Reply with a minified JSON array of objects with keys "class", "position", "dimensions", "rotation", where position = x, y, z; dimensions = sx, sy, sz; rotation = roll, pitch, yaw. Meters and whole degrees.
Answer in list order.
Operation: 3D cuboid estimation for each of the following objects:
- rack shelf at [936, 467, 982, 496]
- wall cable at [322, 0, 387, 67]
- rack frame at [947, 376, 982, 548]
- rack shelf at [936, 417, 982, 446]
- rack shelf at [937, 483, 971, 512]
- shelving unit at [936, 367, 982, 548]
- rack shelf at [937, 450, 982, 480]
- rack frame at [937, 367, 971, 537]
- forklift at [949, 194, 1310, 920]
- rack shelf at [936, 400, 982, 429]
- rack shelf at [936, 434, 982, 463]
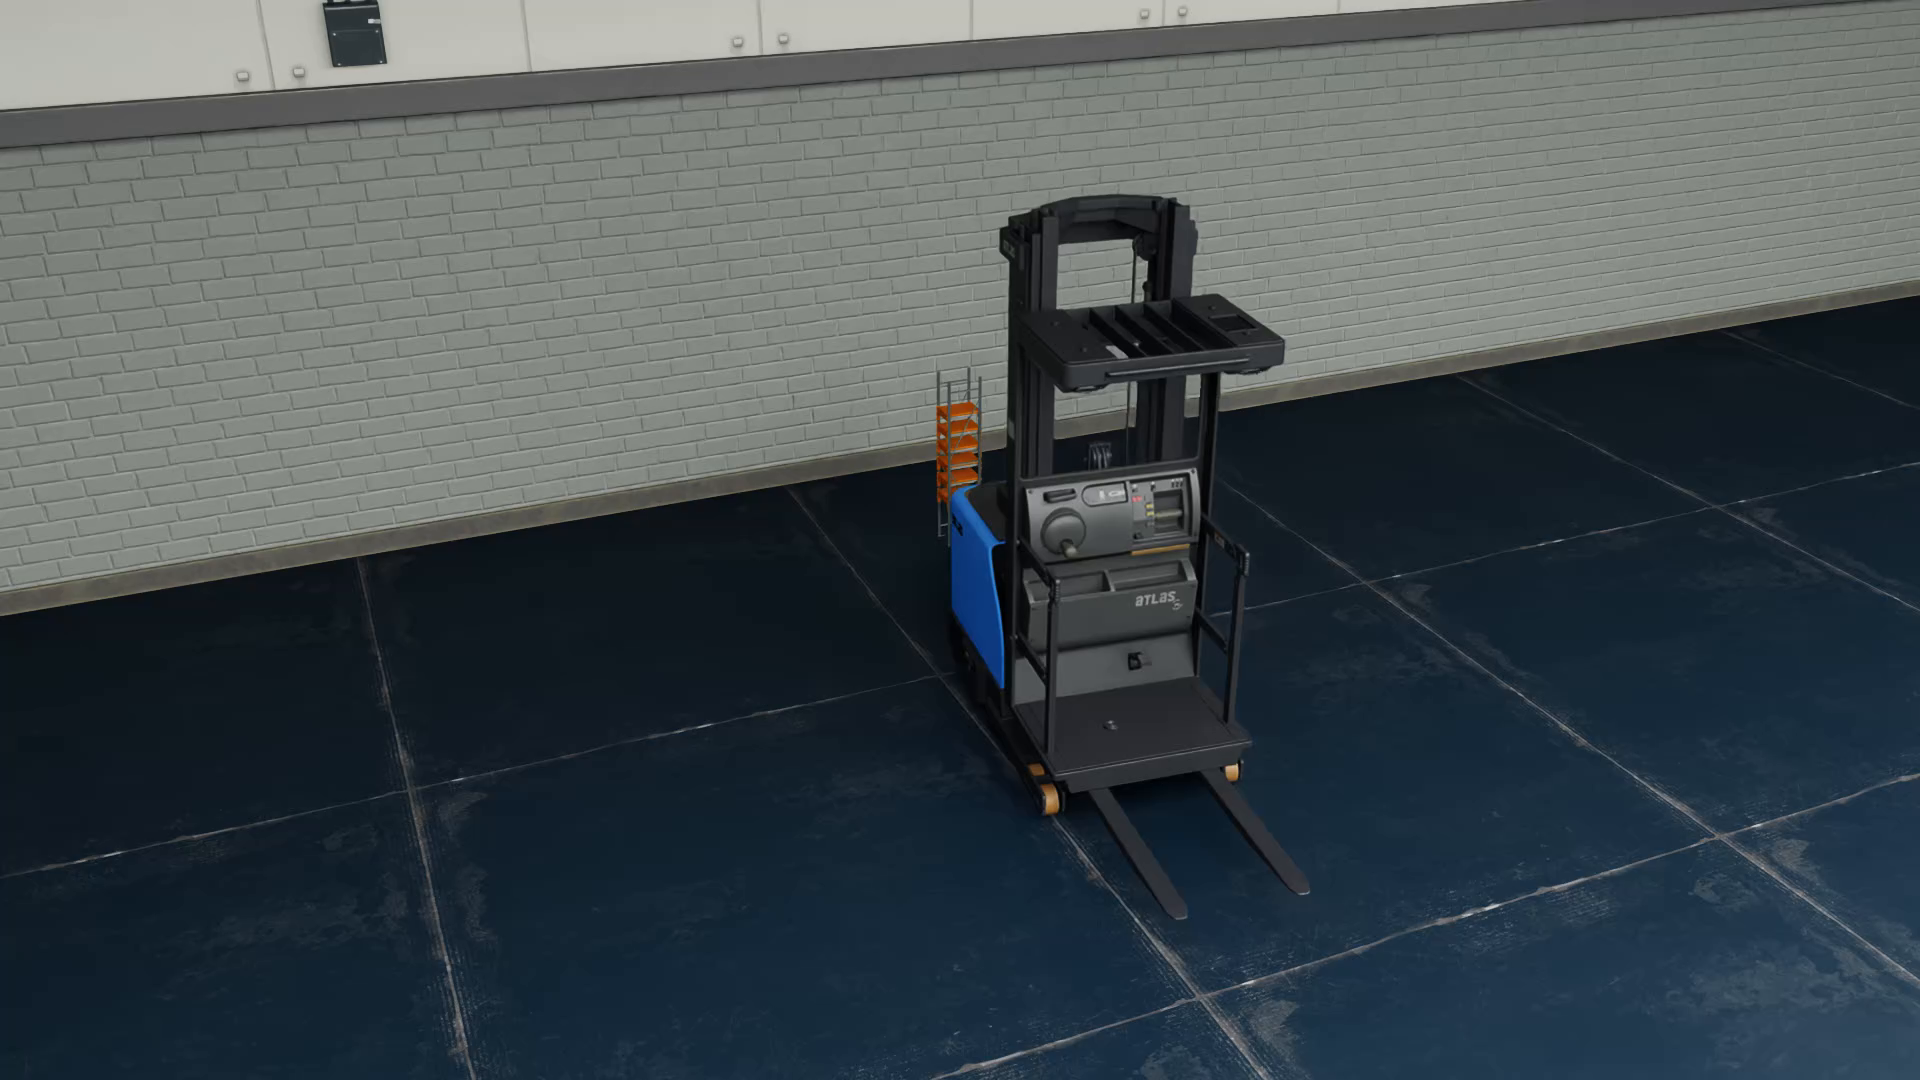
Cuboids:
[{"class":"rack shelf","position":[-0.006,-0.397,11.217],"dimensions":[0.258,0.103,0.180],"rotation":[-11,28,-21]},{"class":"wall cable","position":[-2.653,-5.701,8.941],"dimensions":[2.305,6.003,0.169],"rotation":[-11,28,-21]},{"class":"rack frame","position":[0.030,-0.508,11.069],"dimensions":[0.240,1.200,0.006],"rotation":[-11,28,-21]},{"class":"rack shelf","position":[-0.006,-0.721,11.059],"dimensions":[0.258,0.103,0.180],"rotation":[-11,28,-21]},{"class":"rack shelf","position":[-0.006,-0.289,11.270],"dimensions":[0.258,0.103,0.180],"rotation":[-11,28,-21]},{"class":"shelving unit","position":[-0.006,-0.545,11.145],"dimensions":[0.258,1.200,0.189],"rotation":[-11,28,-21]},{"class":"rack shelf","position":[-0.006,-0.505,11.164],"dimensions":[0.258,0.103,0.180],"rotation":[-11,28,-21]},{"class":"rack frame","position":[-0.042,-0.582,11.220],"dimensions":[0.240,1.200,0.006],"rotation":[-11,28,-21]},{"class":"forklift","position":[0.845,-0.101,8.263],"dimensions":[1.130,2.935,3.031],"rotation":[-8,27,-15]},{"class":"rack shelf","position":[-0.006,-0.829,11.006],"dimensions":[0.258,0.103,0.180],"rotation":[-11,28,-21]},{"class":"rack shelf","position":[-0.006,-0.613,11.112],"dimensions":[0.258,0.103,0.180],"rotation":[-11,28,-21]}]
